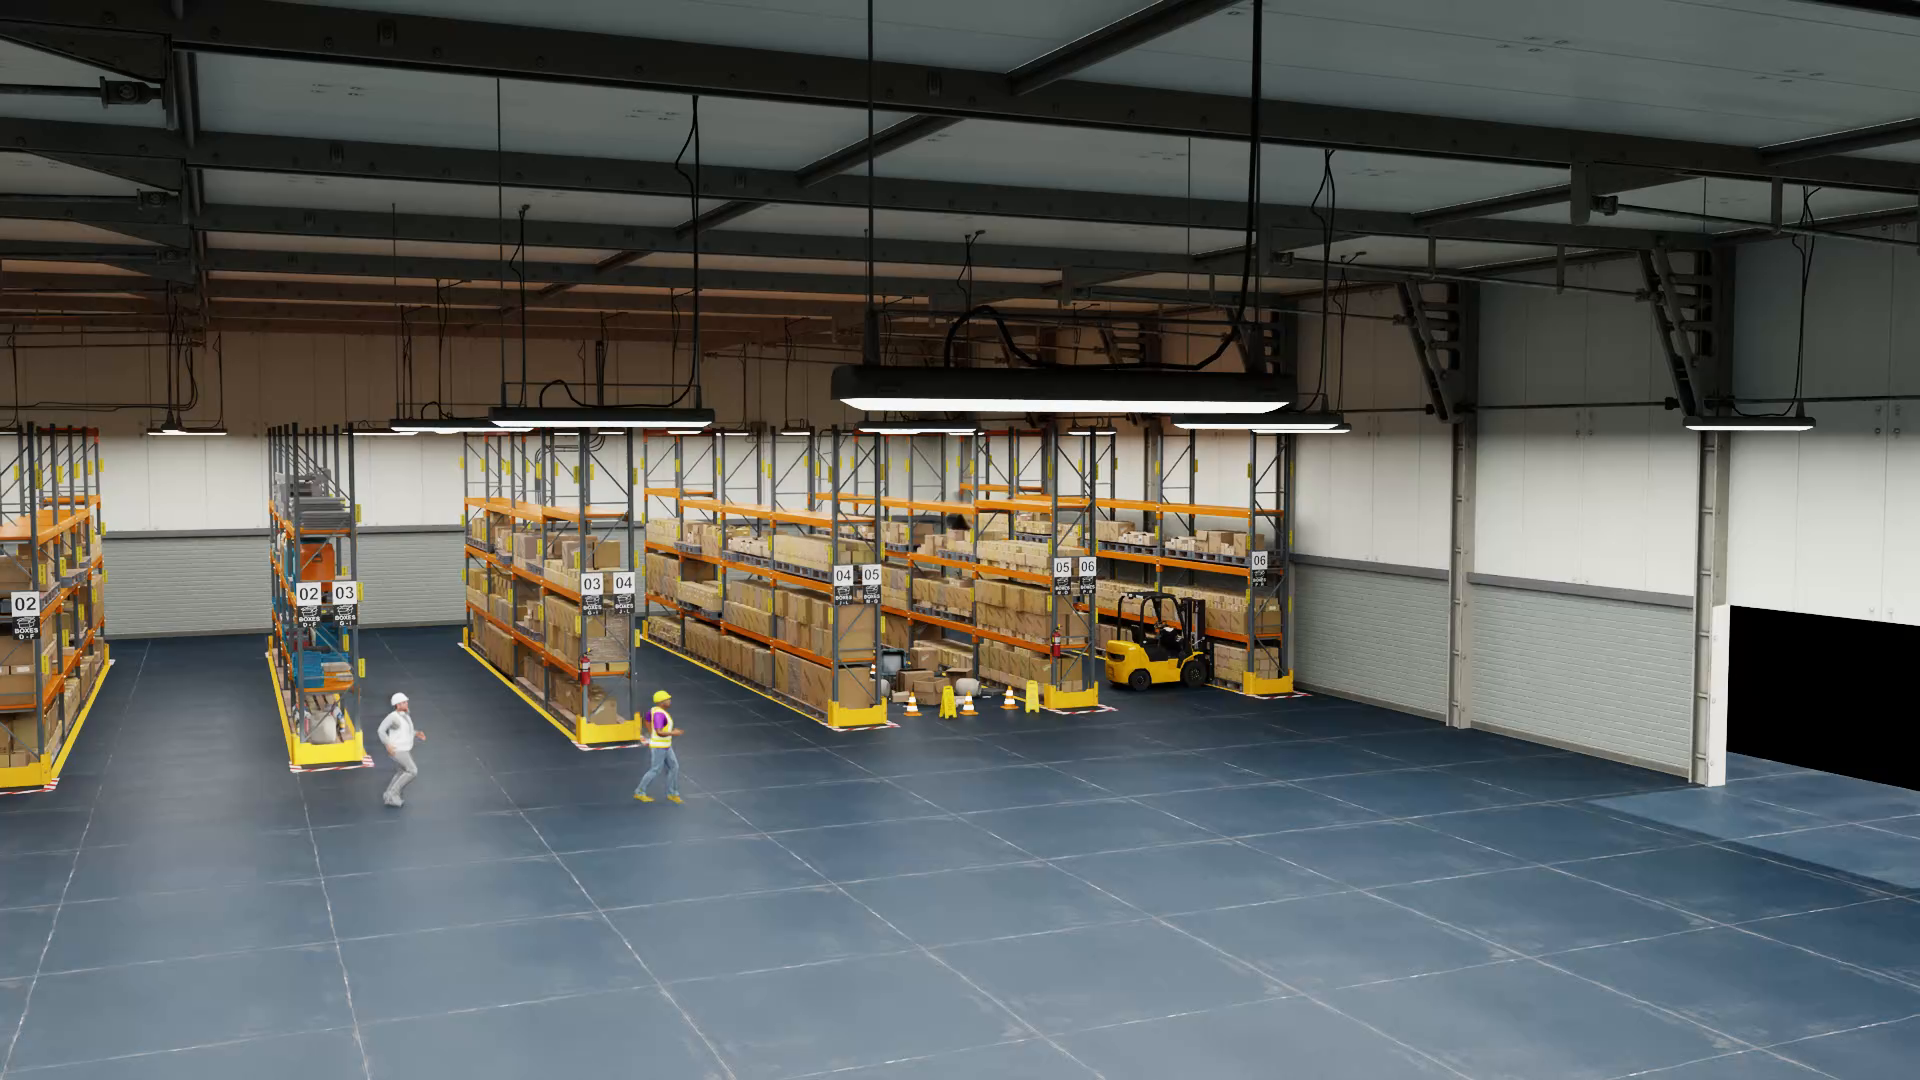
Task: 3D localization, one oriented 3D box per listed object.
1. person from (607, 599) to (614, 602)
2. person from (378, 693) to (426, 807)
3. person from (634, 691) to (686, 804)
[{"bbox_3d":[-9.977,2.040,46.683,0.724,1.711,0.658,0,4,-5],"label":"person"},{"bbox_3d":[-8.681,3.261,25.920,0.656,1.752,0.661,0,3,0],"label":"person"},{"bbox_3d":[-4.688,3.259,25.926,0.800,1.819,0.678,0,3,-2],"label":"person"}]
